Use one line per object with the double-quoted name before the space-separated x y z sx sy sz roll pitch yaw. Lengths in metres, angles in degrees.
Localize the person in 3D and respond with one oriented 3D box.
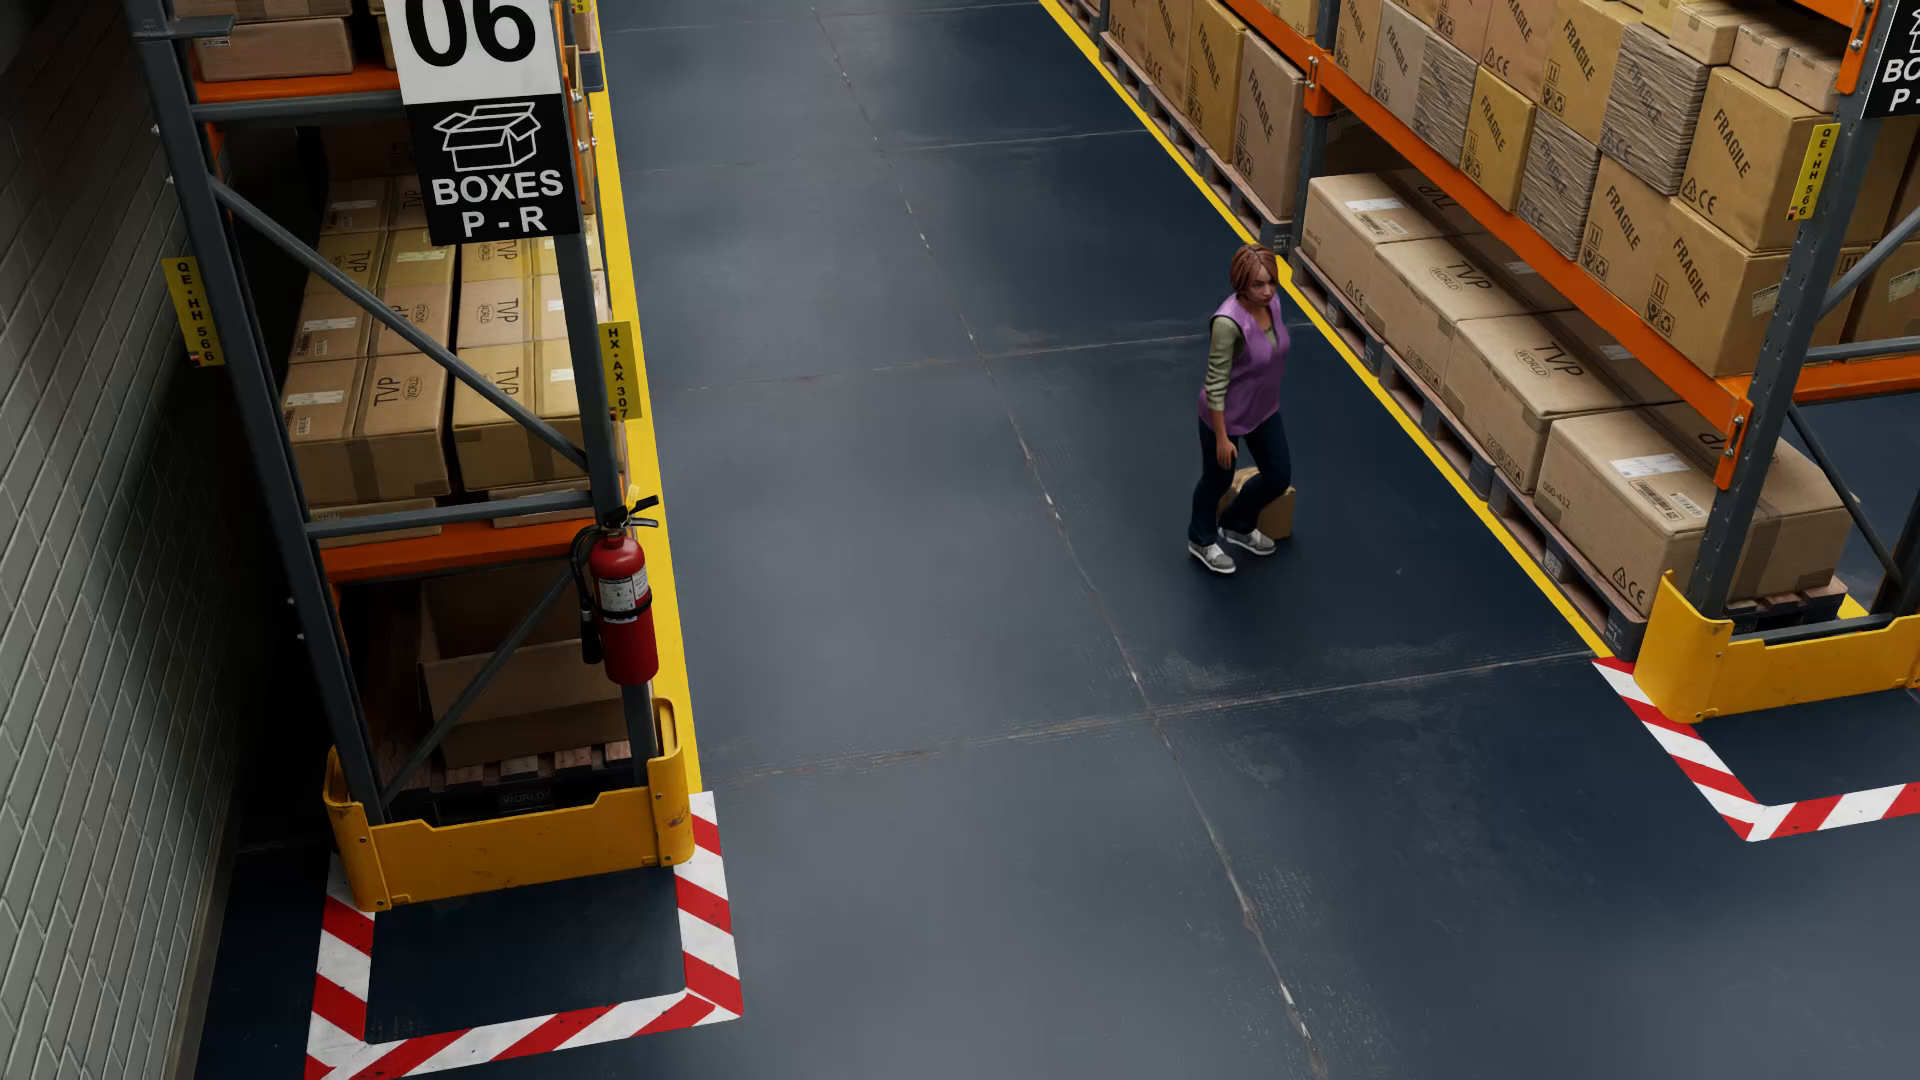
"person" 1.151 -0.525 6.878 0.522 1.585 0.439 -27 43 -33
